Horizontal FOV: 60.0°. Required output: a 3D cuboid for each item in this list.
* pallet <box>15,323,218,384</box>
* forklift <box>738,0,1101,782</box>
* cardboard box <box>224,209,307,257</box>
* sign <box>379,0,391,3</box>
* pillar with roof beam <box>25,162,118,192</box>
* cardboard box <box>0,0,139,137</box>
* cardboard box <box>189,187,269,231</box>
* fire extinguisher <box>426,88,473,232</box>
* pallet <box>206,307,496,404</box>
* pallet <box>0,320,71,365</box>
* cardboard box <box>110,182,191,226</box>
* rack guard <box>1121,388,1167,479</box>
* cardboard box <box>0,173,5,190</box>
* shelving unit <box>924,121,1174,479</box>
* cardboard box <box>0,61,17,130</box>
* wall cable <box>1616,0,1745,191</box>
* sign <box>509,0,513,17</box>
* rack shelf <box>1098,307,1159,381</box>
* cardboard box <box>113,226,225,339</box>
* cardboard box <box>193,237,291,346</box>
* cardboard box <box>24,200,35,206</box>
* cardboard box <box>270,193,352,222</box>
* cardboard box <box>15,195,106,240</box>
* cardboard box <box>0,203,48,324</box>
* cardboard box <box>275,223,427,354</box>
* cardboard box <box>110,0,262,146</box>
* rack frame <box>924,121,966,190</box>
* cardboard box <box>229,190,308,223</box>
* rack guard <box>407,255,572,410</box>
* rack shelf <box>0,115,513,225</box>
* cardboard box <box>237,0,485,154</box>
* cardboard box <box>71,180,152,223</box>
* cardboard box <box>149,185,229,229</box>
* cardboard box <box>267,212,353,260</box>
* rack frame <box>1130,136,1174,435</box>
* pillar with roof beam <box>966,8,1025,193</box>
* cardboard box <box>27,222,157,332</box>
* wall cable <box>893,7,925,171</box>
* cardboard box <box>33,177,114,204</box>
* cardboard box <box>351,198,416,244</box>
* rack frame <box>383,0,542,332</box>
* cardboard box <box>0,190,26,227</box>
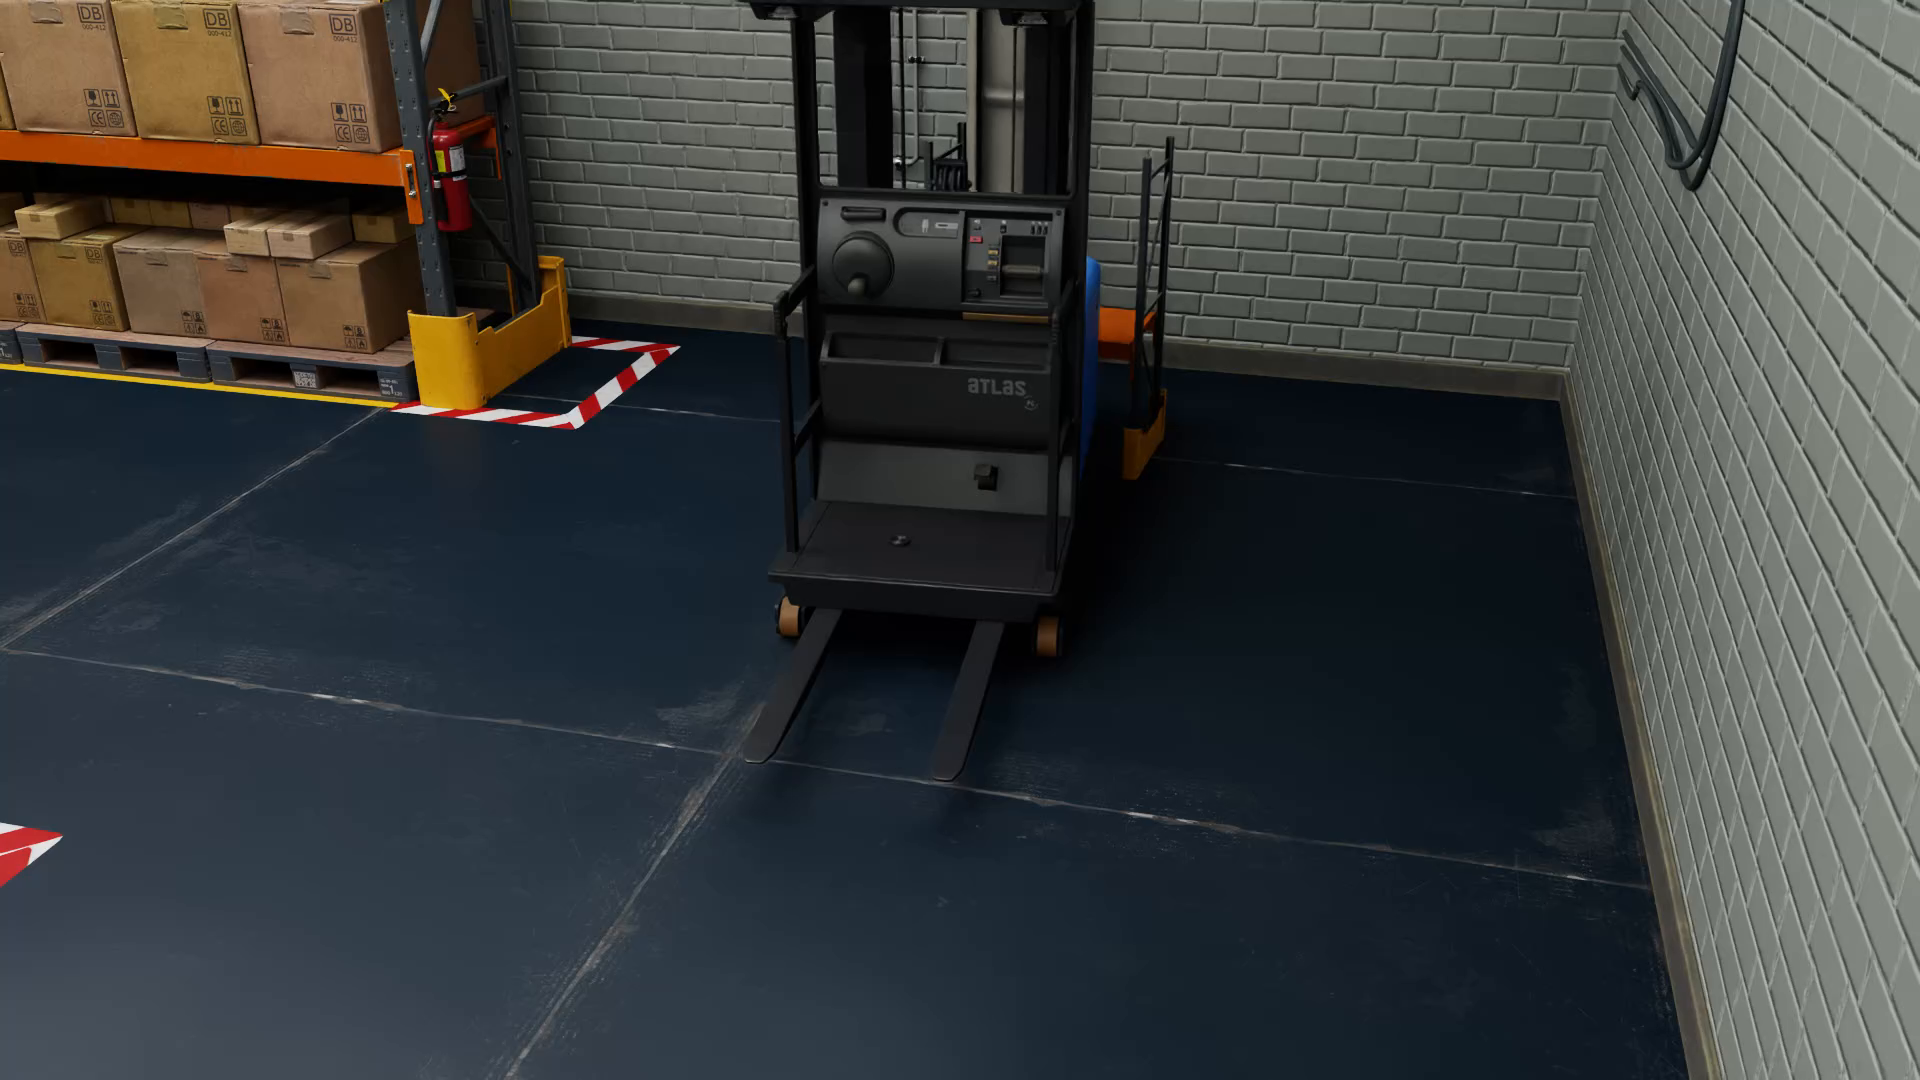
[{"bbox_3d":[-4.541,-1.213,9.553,1.213,0.211,1.003,6,26,13],"label":"pallet"},{"bbox_3d":[-0.107,-1.040,6.025,1.130,2.935,3.031,4,26,8],"label":"forklift"},{"bbox_3d":[-3.689,-1.640,8.870,0.250,0.149,0.380,7,26,14],"label":"cardboard box"},{"bbox_3d":[-2.717,-2.693,7.795,0.005,0.325,0.100,6,26,13],"label":"sign"},{"bbox_3d":[-6.622,-3.918,5.010,0.400,9.000,9.100,6,26,13],"label":"pillar with roof beam"},{"bbox_3d":[-4.509,-2.632,8.941,0.700,0.700,0.980,5,26,10],"label":"cardboard box"},{"bbox_3d":[-4.080,-1.853,9.317,0.250,0.149,0.380,7,26,14],"label":"cardboard box"},{"bbox_3d":[-2.538,-1.876,8.225,0.183,0.674,0.296,6,26,13],"label":"fire extinguisher"},{"bbox_3d":[-3.363,-1.082,9.277,1.213,0.211,1.003,6,26,13],"label":"pallet"},{"bbox_3d":[-5.726,-1.343,9.825,1.213,0.211,1.003,6,26,13],"label":"pallet"},{"bbox_3d":[-4.574,-1.907,9.431,0.250,0.149,0.380,6,26,12],"label":"cardboard box"},{"bbox_3d":[0.893,-0.522,8.055,0.087,0.250,0.587,9,27,17],"label":"rack guard"},{"bbox_3d":[-5.835,-2.045,9.721,0.250,0.149,0.380,6,26,13],"label":"cardboard box"},{"bbox_3d":[0.422,-1.156,7.934,1.083,1.500,0.587,9,27,17],"label":"shelving unit"},{"bbox_3d":[-5.216,-2.706,9.096,0.700,0.700,0.980,6,26,12],"label":"cardboard box"},{"bbox_3d":[2.820,-2.840,6.359,0.112,2.526,3.097,6,26,13],"label":"wall cable"},{"bbox_3d":[-2.425,-2.945,8.847,0.005,0.325,0.100,6,26,13],"label":"sign"},{"bbox_3d":[0.414,-0.995,8.014,1.000,0.185,0.538,9,27,17],"label":"rack shelf"},{"bbox_3d":[-4.244,-1.489,9.308,0.500,0.500,0.700,5,26,11],"label":"cardboard box"},{"bbox_3d":[-3.756,-1.436,9.195,0.500,0.500,0.700,6,26,13],"label":"cardboard box"},{"bbox_3d":[-5.744,-1.654,9.655,0.500,0.500,0.700,7,26,14],"label":"cardboard box"},{"bbox_3d":[-3.592,-1.799,9.203,0.250,0.149,0.380,6,26,13],"label":"cardboard box"},{"bbox_3d":[-4.952,-1.779,9.161,0.250,0.149,0.380,6,26,12],"label":"cardboard box"},{"bbox_3d":[-5.258,-1.599,9.539,0.500,0.500,0.700,6,26,12],"label":"cardboard box"},{"bbox_3d":[-3.272,-1.382,9.083,0.500,0.500,0.700,6,26,13],"label":"cardboard box"},{"bbox_3d":[-3.773,-2.547,8.761,0.700,0.700,0.980,6,26,13],"label":"cardboard box"},{"bbox_3d":[-0.066,-1.230,8.088,0.032,1.500,0.500,9,27,17],"label":"rack frame"},{"bbox_3d":[-3.834,-1.826,9.260,0.250,0.149,0.380,7,26,13],"label":"cardboard box"},{"bbox_3d":[-2.546,-1.157,9.098,0.348,0.500,1.175,6,26,13],"label":"rack guard"},{"bbox_3d":[-4.506,-2.177,9.170,4.000,0.370,1.077,6,26,13],"label":"rack shelf"},{"bbox_3d":[-3.065,-2.474,8.607,0.700,0.700,0.980,8,26,15],"label":"cardboard box"},{"bbox_3d":[-4.824,-1.934,9.488,0.250,0.149,0.380,7,26,14],"label":"cardboard box"},{"bbox_3d":[-4.329,-1.880,9.374,0.250,0.149,0.380,7,26,14],"label":"cardboard box"},{"bbox_3d":[-3.441,-1.613,8.813,0.250,0.149,0.380,6,26,12],"label":"cardboard box"},{"bbox_3d":[0.894,-1.086,7.786,0.032,1.500,0.500,9,27,17],"label":"rack frame"},{"bbox_3d":[-0.811,-3.275,3.661,0.400,9.000,9.100,6,26,13],"label":"pillar with roof beam"},{"bbox_3d":[-4.762,-1.543,9.421,0.500,0.500,0.700,7,26,14],"label":"cardboard box"},{"bbox_3d":[-1.093,-3.003,8.887,1.851,1.984,0.084,6,26,13],"label":"wall cable"},{"bbox_3d":[-5.069,-1.962,9.546,0.250,0.149,0.380,5,26,11],"label":"cardboard box"},{"bbox_3d":[-3.101,-1.745,9.090,0.250,0.149,0.380,6,26,13],"label":"cardboard box"},{"bbox_3d":[-2.569,-2.288,8.566,0.127,3.000,1.000,6,26,13],"label":"rack frame"},{"bbox_3d":[-5.458,-1.835,9.279,0.250,0.149,0.380,7,26,15],"label":"cardboard box"}]
